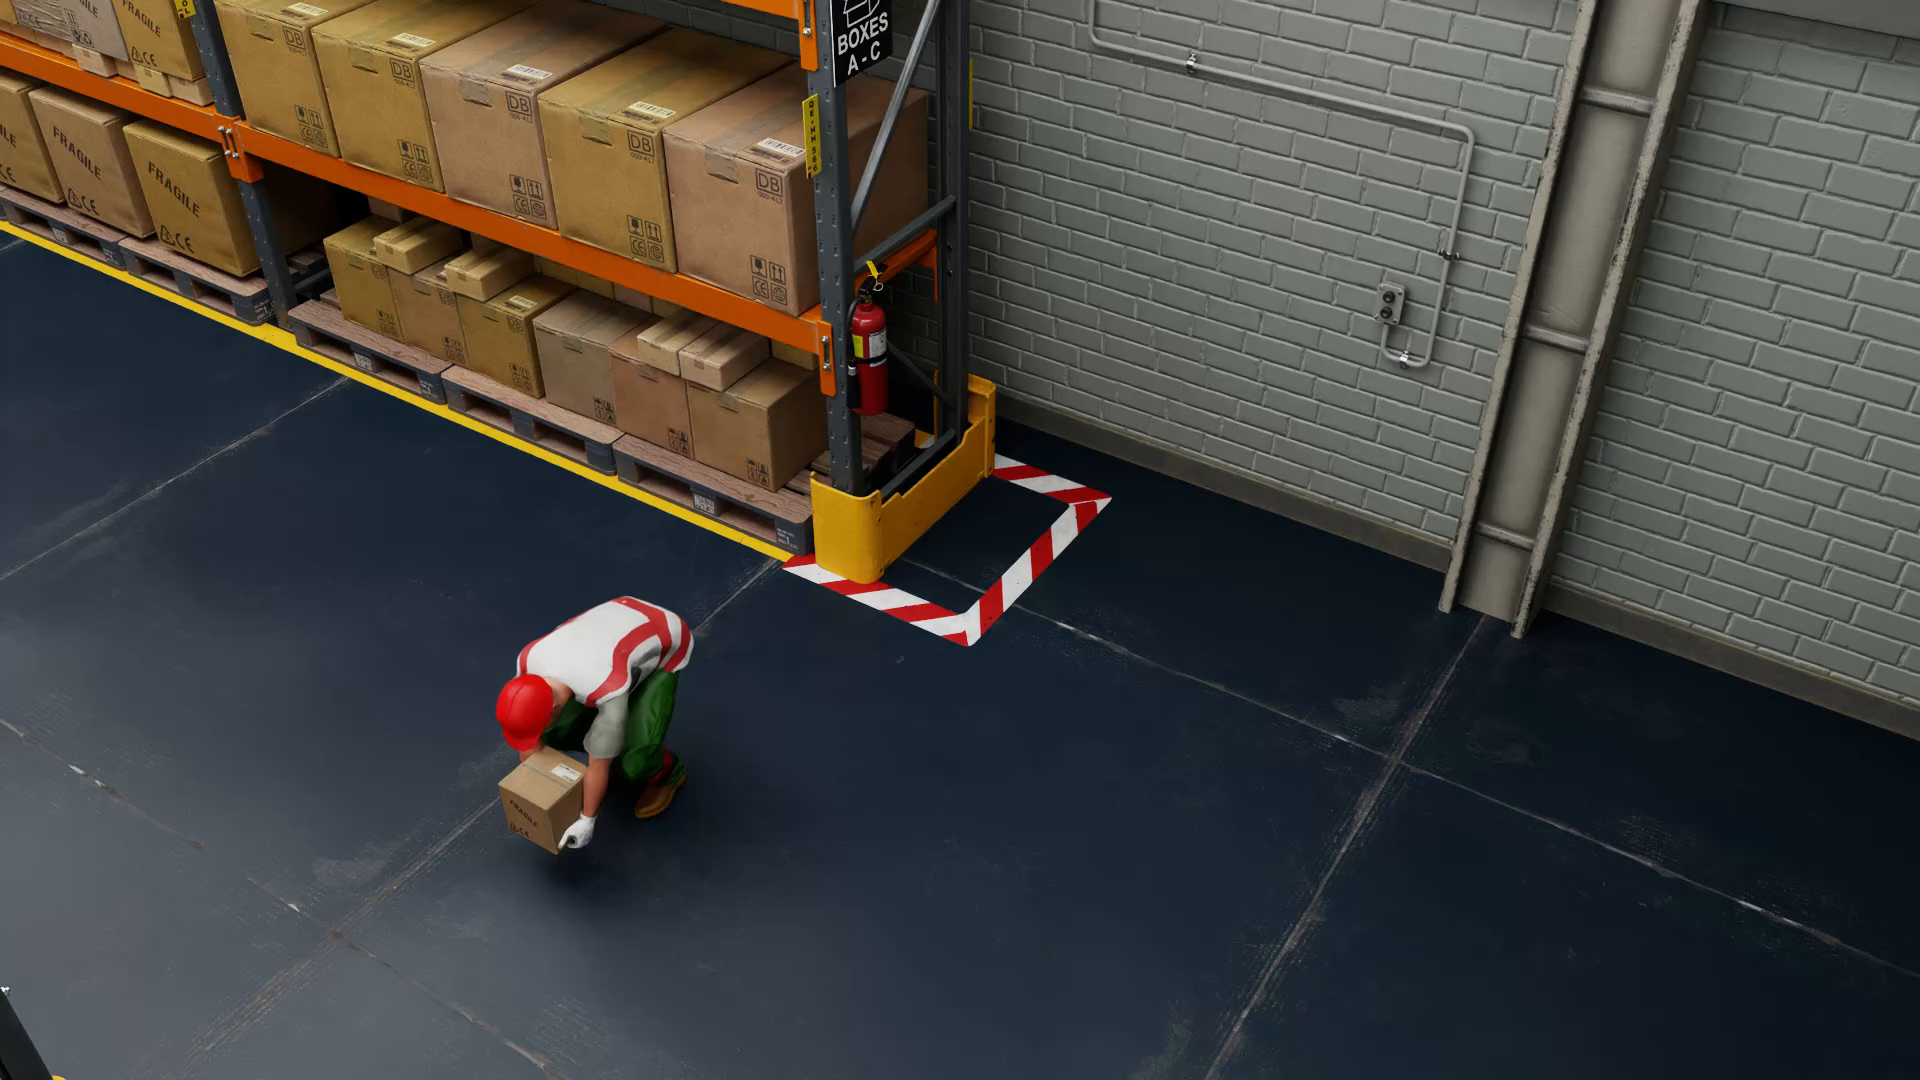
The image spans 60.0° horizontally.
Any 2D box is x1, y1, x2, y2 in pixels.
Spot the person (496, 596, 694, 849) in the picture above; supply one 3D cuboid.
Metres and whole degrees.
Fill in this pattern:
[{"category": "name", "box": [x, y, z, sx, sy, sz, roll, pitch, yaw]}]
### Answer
[{"category": "person", "box": [-1.399, 0.694, 6.425, 0.533, 0.989, 0.933, 20, 42, 24]}]
